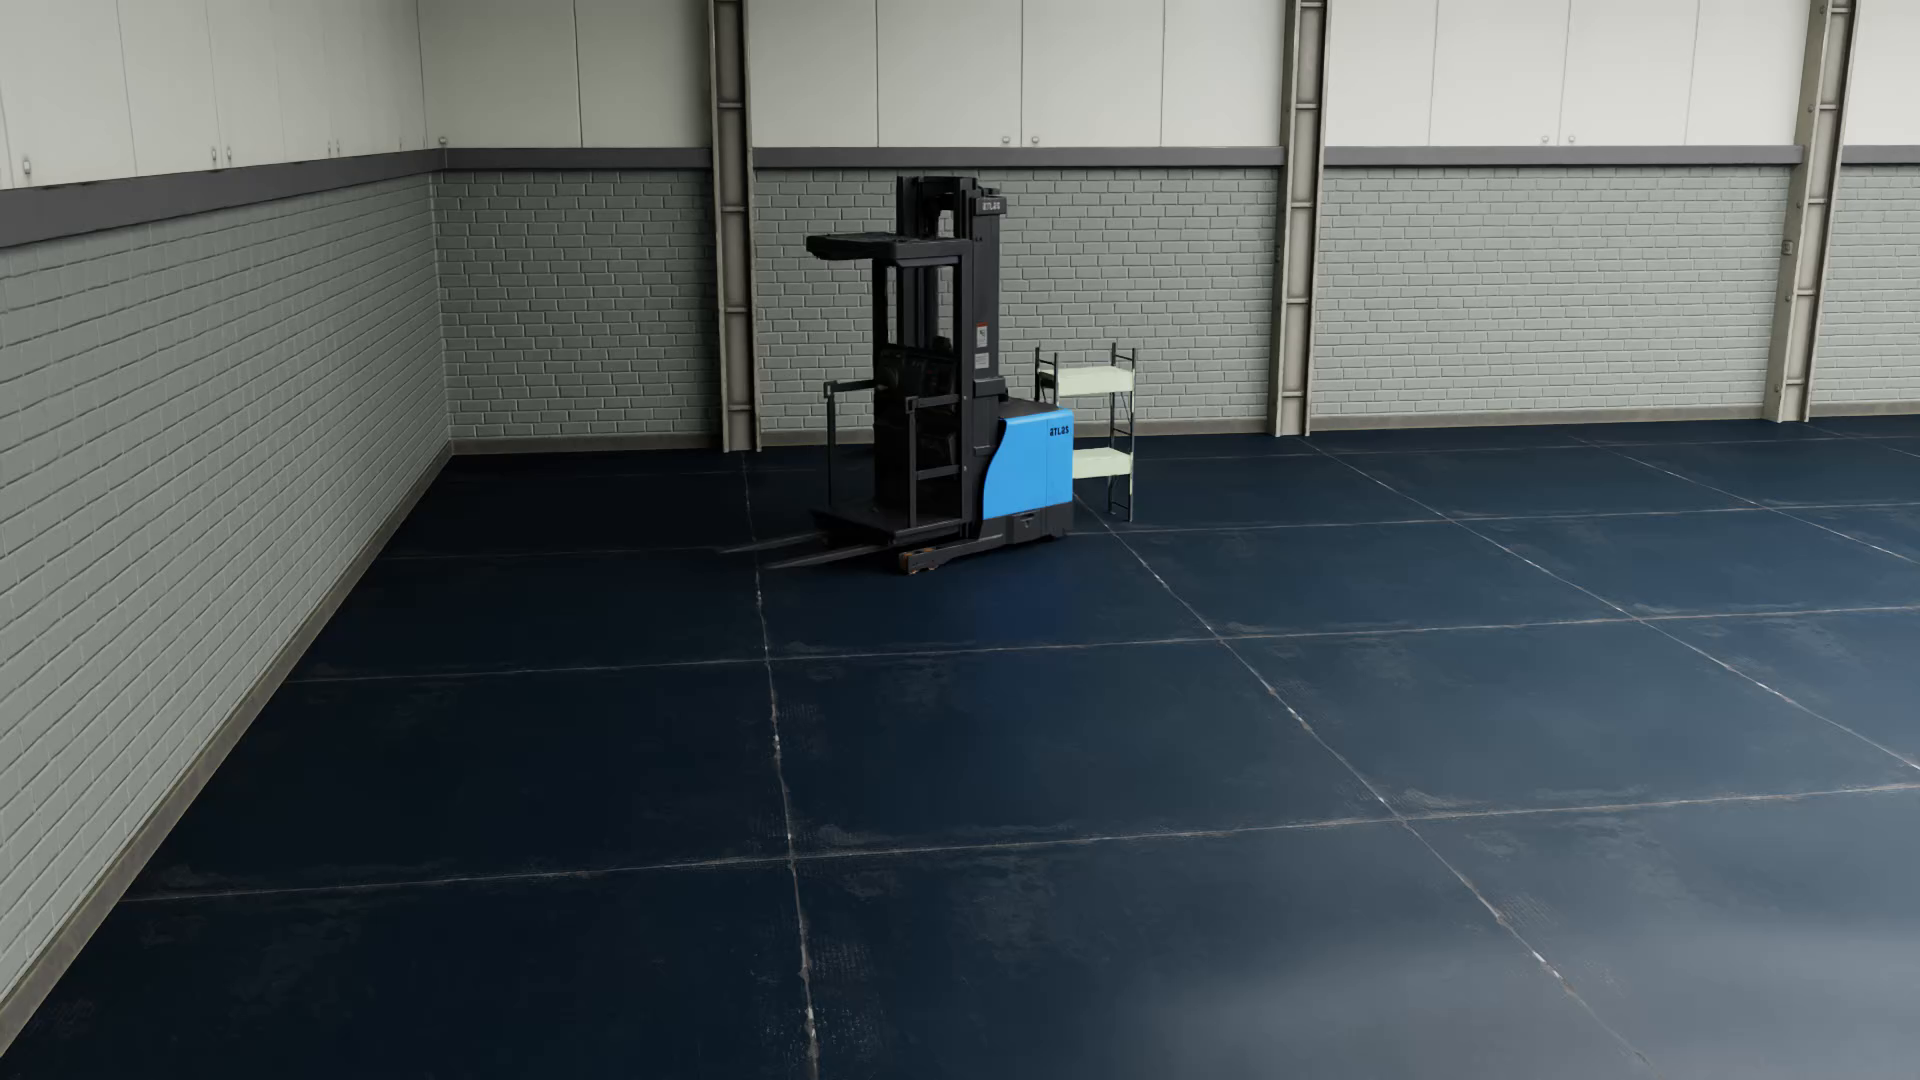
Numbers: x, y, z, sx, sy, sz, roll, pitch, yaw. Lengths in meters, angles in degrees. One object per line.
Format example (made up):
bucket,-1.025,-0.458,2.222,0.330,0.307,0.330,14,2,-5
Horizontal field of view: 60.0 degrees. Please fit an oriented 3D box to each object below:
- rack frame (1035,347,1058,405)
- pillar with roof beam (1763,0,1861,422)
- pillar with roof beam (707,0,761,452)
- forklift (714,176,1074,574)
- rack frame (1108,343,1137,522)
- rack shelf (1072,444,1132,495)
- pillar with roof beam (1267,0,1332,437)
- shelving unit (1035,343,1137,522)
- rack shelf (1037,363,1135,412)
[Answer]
rack frame,0.725,-0.862,14.076,0.023,1.500,0.400,-6,15,-22
pillar with roof beam,10.206,-4.724,14.060,0.400,9.000,9.100,-2,14,-8
pillar with roof beam,-1.661,-4.289,12.326,0.400,9.000,9.100,-2,14,-8
forklift,-0.495,-1.302,12.889,3.031,2.935,1.130,-12,19,-40
rack frame,1.400,-0.931,14.351,0.023,1.500,0.400,-6,15,-22
rack shelf,1.062,-0.580,14.293,0.720,0.370,0.431,-6,15,-22
pillar with roof beam,4.273,-4.507,13.193,0.400,9.000,9.100,-2,14,-8
shelving unit,1.062,-0.897,14.214,0.755,1.500,0.431,-6,15,-22
rack shelf,1.062,-1.275,14.119,0.720,0.370,0.431,-6,15,-22
